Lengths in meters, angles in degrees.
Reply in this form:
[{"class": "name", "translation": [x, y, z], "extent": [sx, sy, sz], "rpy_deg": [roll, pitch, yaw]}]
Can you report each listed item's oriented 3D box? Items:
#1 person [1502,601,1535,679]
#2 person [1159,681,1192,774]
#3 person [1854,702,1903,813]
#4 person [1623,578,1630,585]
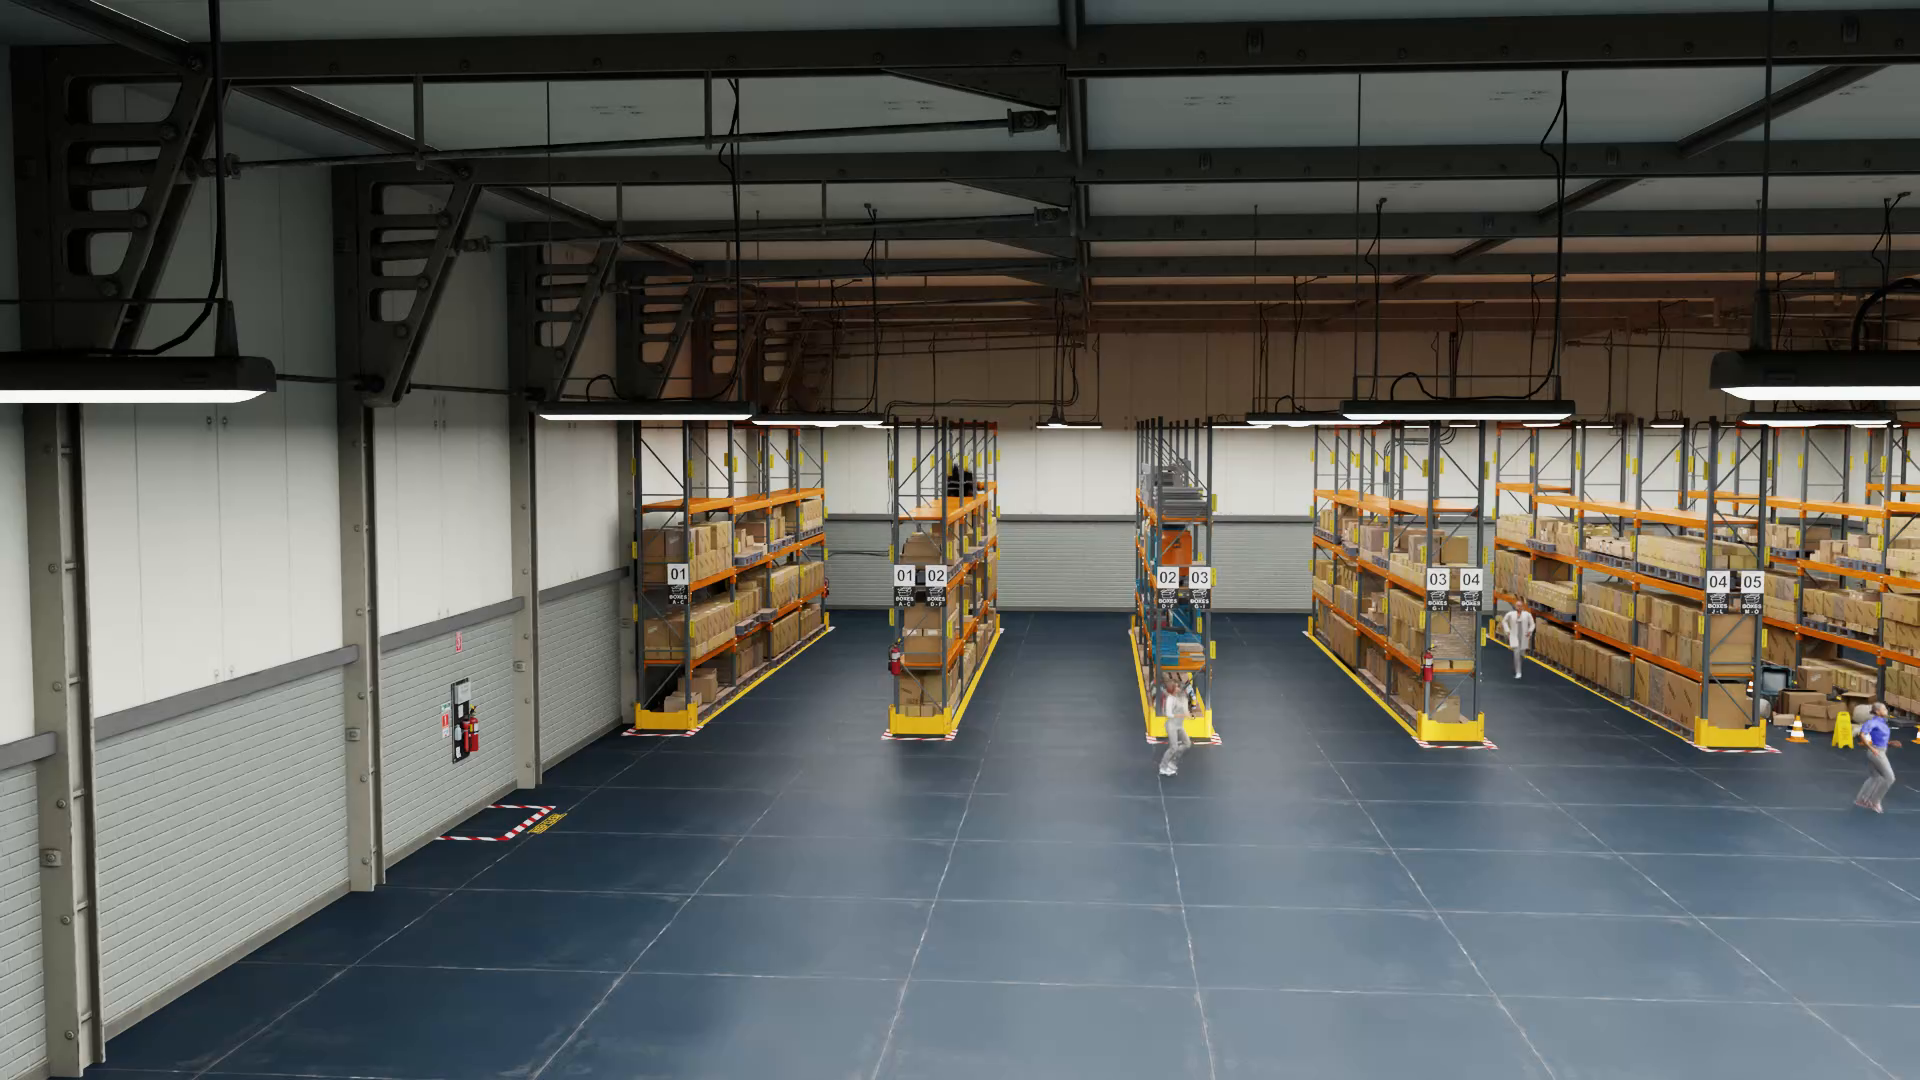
[{"class": "person", "translation": [13.070, 2.355, 38.919], "extent": [0.722, 1.694, 0.946], "rpy_deg": [1, 4, 9]}, {"class": "person", "translation": [3.594, 3.124, 27.581], "extent": [0.596, 1.575, 0.517], "rpy_deg": [2, 4, 31]}, {"class": "person", "translation": [13.823, 3.287, 25.028], "extent": [0.620, 1.700, 0.556], "rpy_deg": [3, 5, 37]}, {"class": "person", "translation": [18.923, 1.764, 47.372], "extent": [0.632, 1.746, 0.728], "rpy_deg": [1, 4, 12]}]
